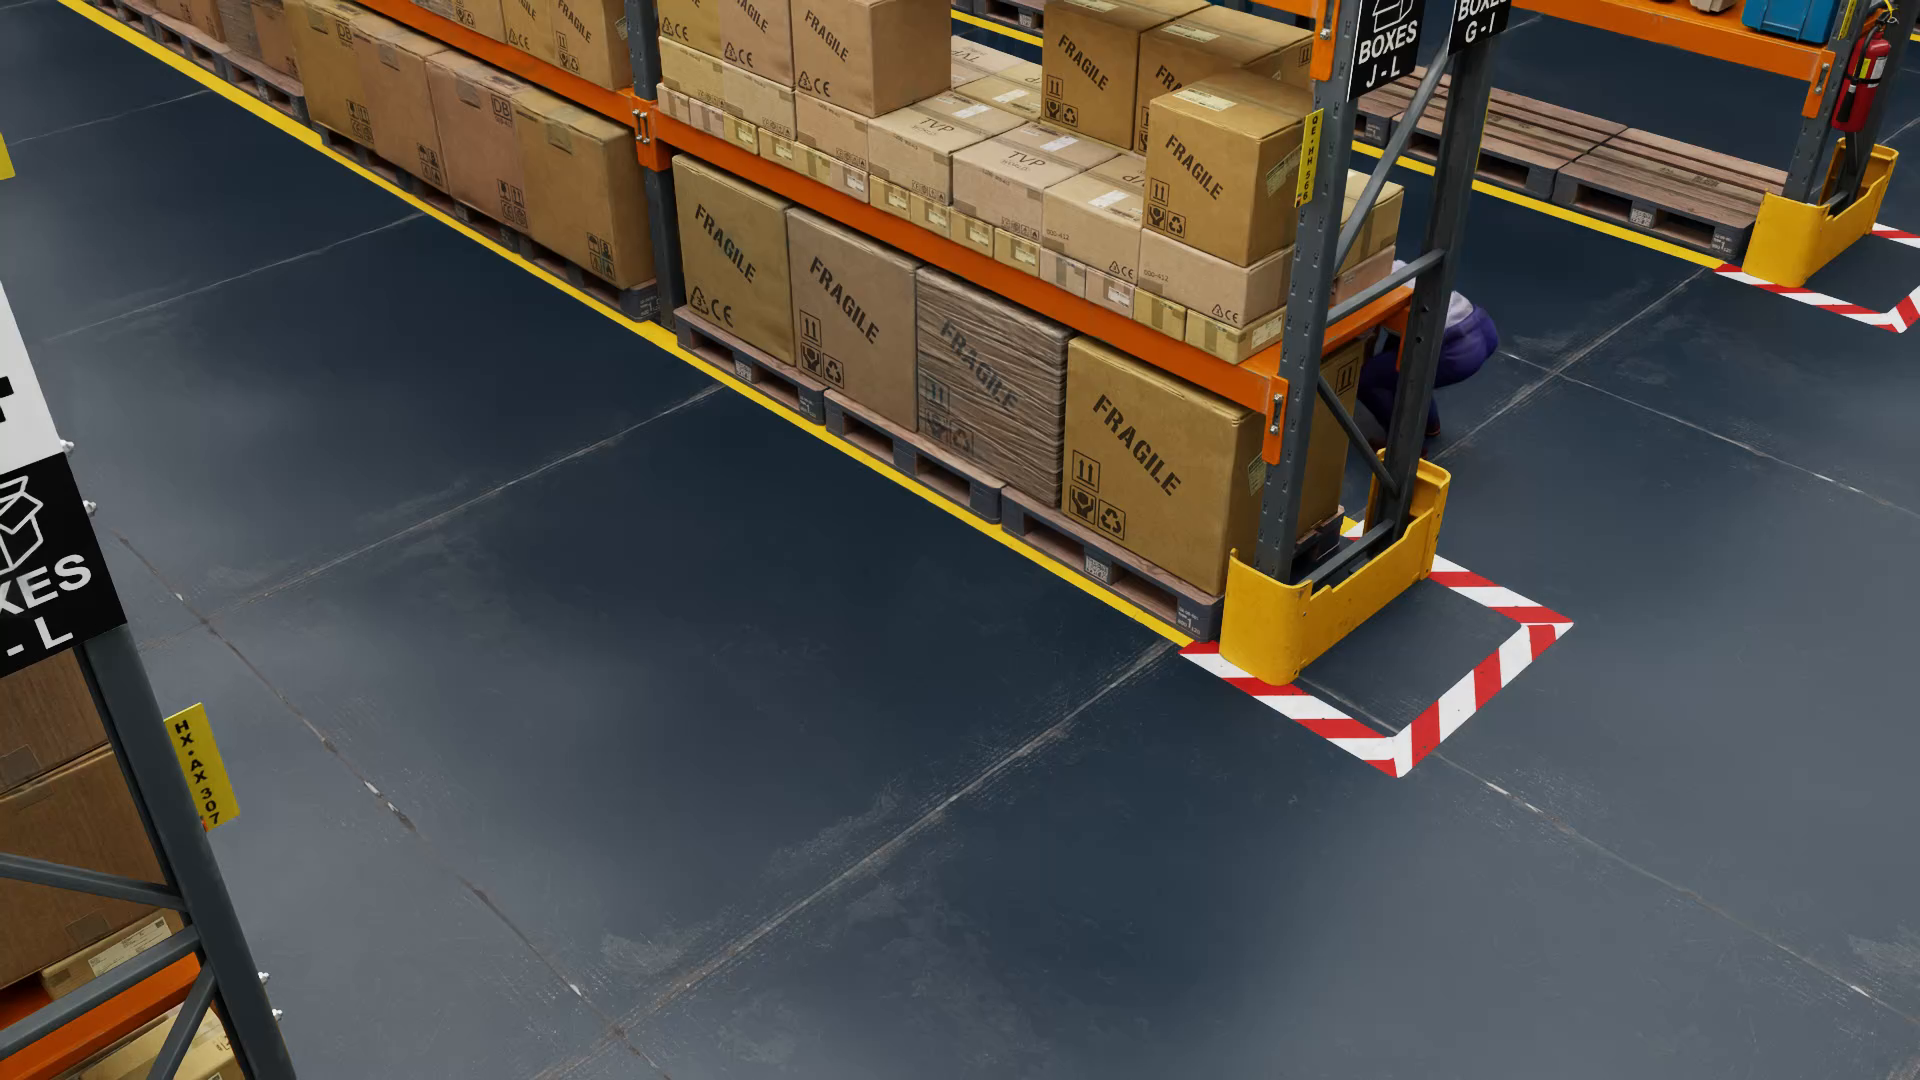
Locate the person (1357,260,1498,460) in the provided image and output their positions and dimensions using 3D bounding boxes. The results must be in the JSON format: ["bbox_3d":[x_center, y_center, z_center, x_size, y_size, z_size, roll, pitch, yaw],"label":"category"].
[{"bbox_3d":[2.120,-0.911,8.036,0.866,0.946,0.514,22,41,28],"label":"person"}]
